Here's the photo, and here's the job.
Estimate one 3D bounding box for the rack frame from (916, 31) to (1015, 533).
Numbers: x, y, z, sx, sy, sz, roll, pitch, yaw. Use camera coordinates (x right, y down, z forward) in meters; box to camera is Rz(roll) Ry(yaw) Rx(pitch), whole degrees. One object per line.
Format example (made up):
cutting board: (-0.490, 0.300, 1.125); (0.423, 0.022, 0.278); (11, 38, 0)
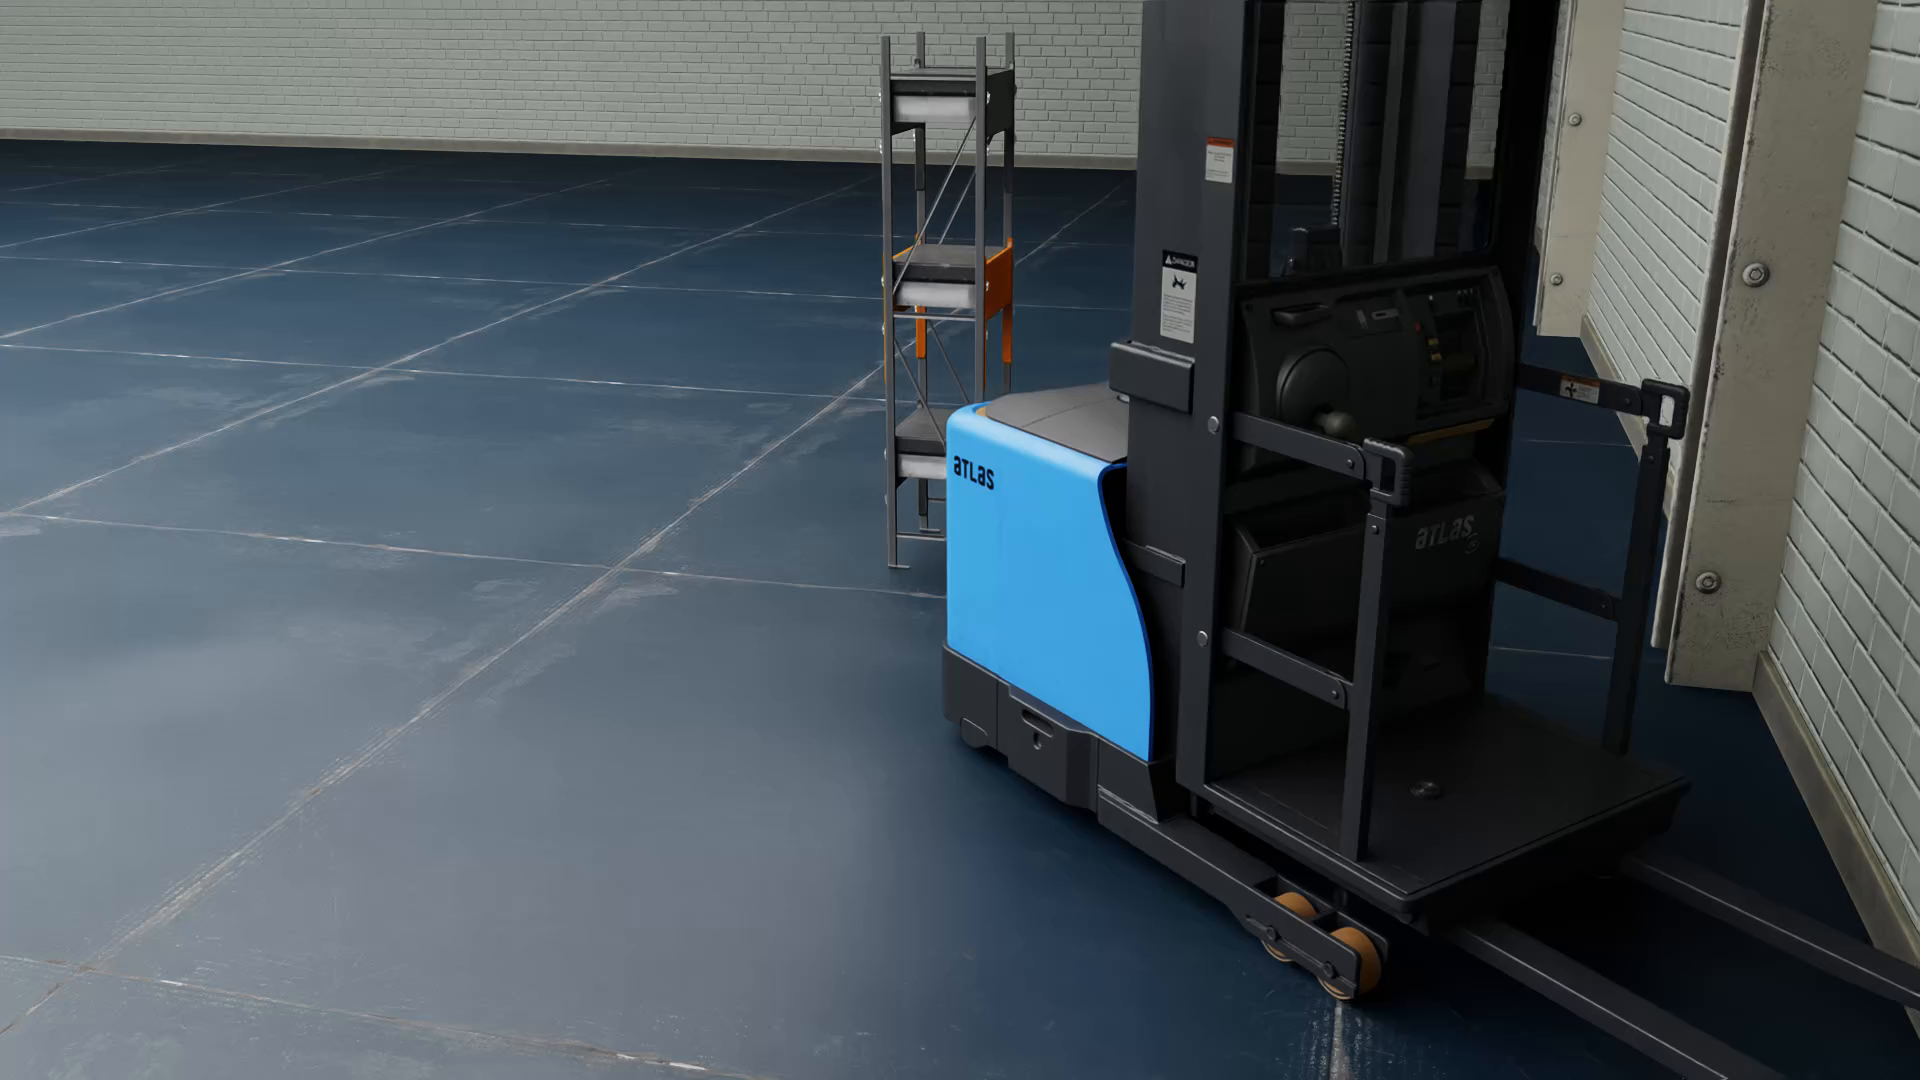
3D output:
rack frame: (0.019, -1.018, 6.920); (0.400, 2.100, 0.015); (5, 19, 13)

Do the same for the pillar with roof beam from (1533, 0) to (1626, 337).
pillar with roof beam: (-0.074, -6.033, 10.927); (9.100, 9.000, 0.400); (5, 19, 13)

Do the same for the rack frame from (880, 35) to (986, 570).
rack frame: (-0.100, -0.865, 6.472); (0.400, 2.100, 0.015); (5, 19, 13)

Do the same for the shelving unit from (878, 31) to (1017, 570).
shelving unit: (-0.040, -0.942, 6.696); (0.431, 2.100, 0.503); (5, 19, 13)

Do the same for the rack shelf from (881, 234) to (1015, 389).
rack shelf: (-0.040, -0.929, 6.701); (0.431, 0.518, 0.480); (5, 19, 13)

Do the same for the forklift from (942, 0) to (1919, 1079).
forklift: (1.183, -0.465, 4.015); (1.130, 2.935, 3.031); (-12, 22, -32)

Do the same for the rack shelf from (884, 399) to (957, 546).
rack shelf: (-0.040, -0.266, 6.927); (0.431, 0.518, 0.480); (5, 19, 13)

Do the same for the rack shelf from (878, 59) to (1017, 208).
rack shelf: (-0.040, -1.591, 6.474); (0.431, 0.518, 0.480); (5, 19, 13)

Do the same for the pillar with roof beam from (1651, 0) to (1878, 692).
pillar with roof beam: (-1.540, -4.152, 5.421); (9.100, 9.000, 0.400); (5, 19, 13)
